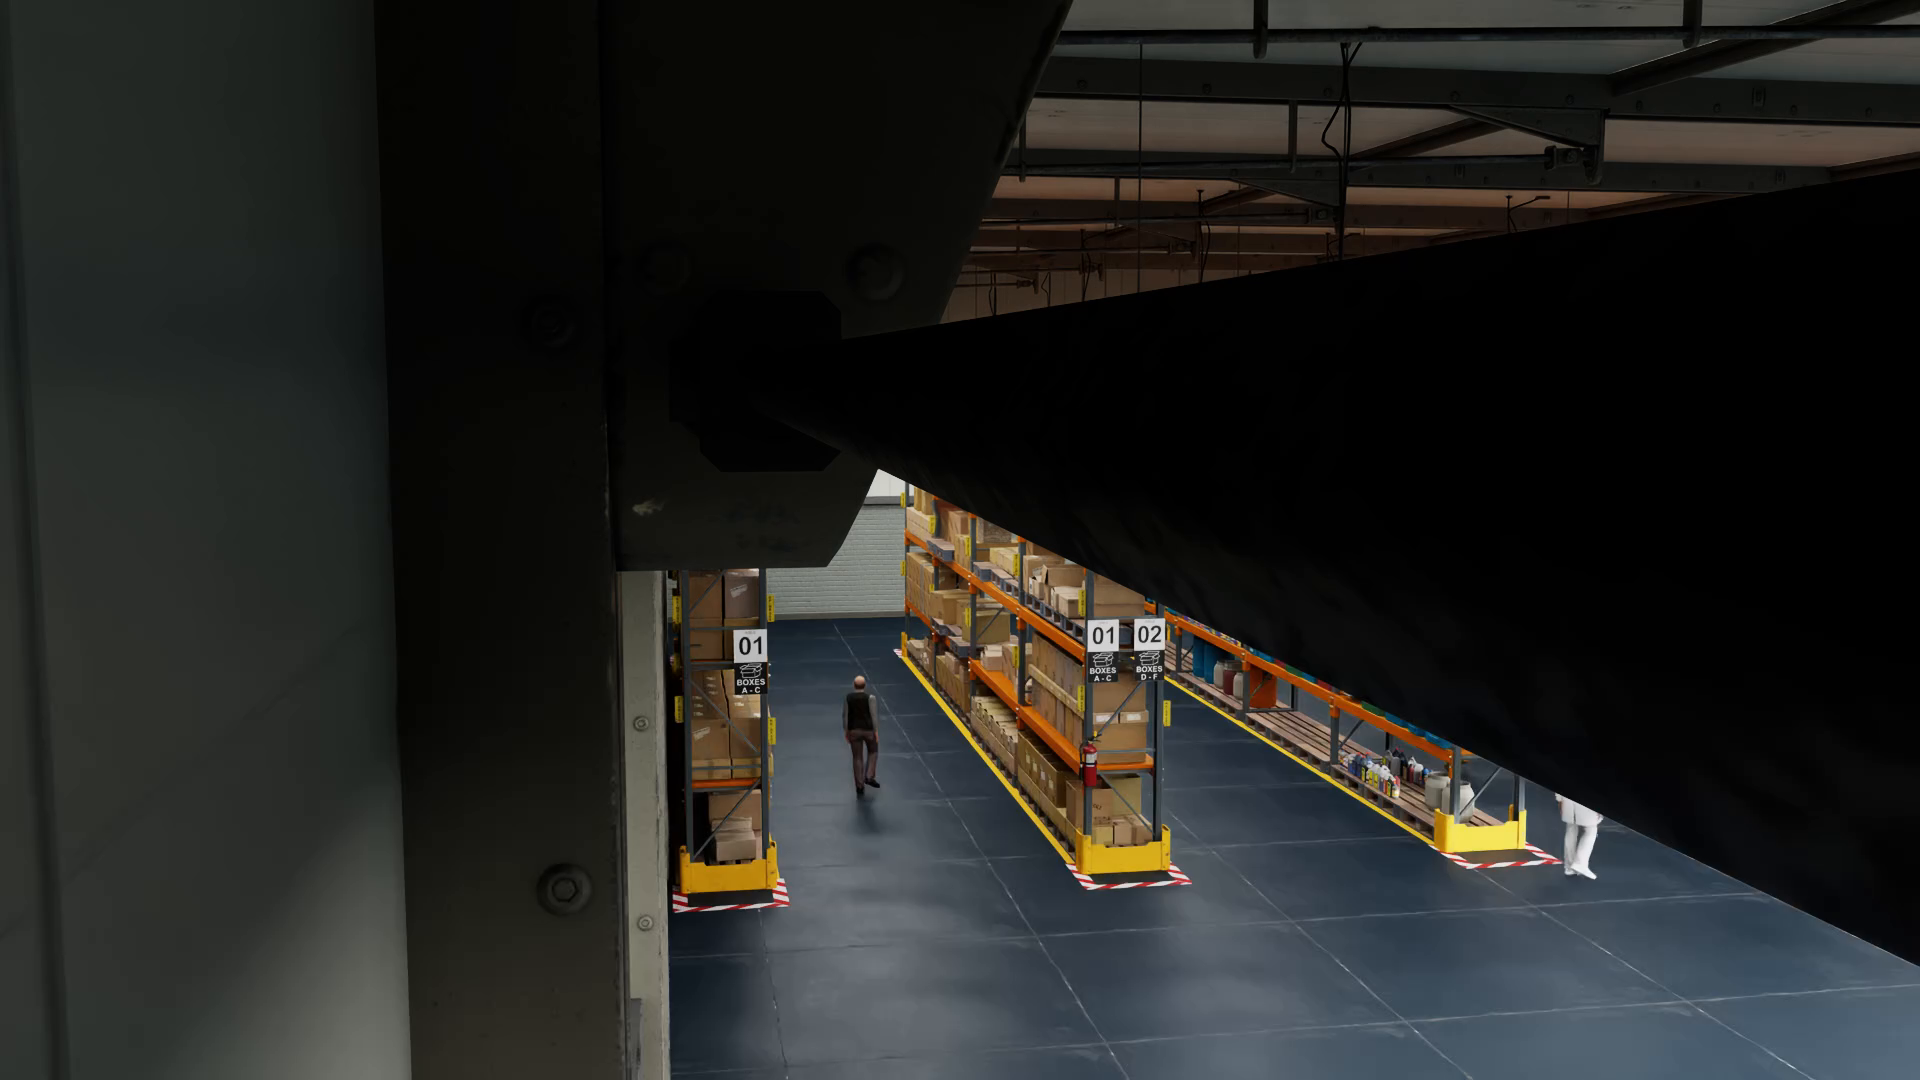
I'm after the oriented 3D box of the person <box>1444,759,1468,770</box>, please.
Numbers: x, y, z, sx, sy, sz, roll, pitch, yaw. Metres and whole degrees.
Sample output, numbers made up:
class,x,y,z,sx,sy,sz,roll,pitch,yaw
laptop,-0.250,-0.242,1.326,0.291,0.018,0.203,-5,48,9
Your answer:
class,x,y,z,sx,sy,sz,roll,pitch,yaw
person,7.753,2.723,26.199,0.585,1.780,0.483,1,6,7

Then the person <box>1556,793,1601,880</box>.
class,x,y,z,sx,sy,sz,roll,pitch,yaw
person,7.699,3.309,20.693,0.608,1.810,0.531,5,8,40

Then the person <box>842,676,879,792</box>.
class,x,y,z,sx,sy,sz,roll,pitch,yaw
person,-1.489,2.889,24.895,0.556,1.711,0.540,0,6,2
